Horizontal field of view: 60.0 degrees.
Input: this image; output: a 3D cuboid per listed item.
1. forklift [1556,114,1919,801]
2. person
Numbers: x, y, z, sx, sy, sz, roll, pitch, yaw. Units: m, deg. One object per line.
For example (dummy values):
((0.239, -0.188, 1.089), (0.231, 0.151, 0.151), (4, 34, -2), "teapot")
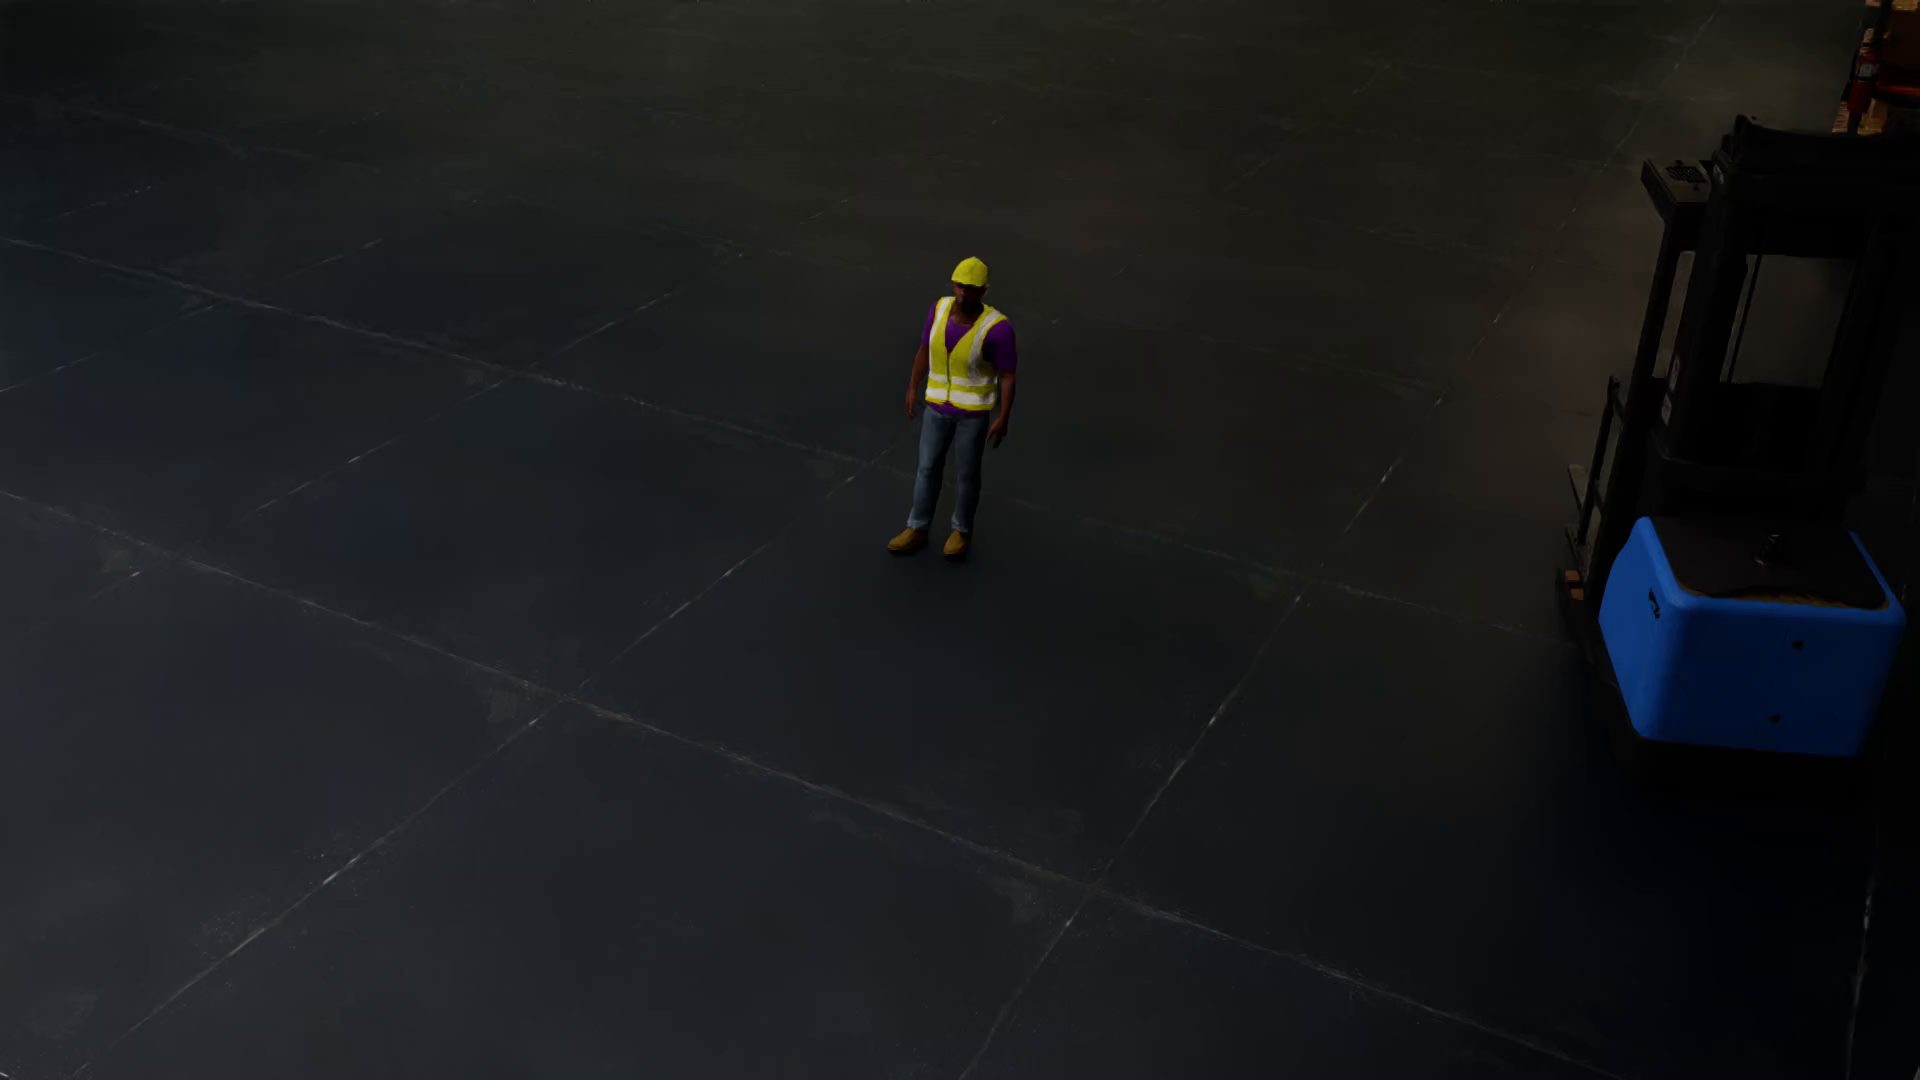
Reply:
((3.900, -0.772, 8.409), (1.130, 2.935, 3.031), (4, 30, 8), "forklift")
((-0.039, -0.742, 9.507), (0.665, 1.766, 0.575), (15, 33, 25), "person")
